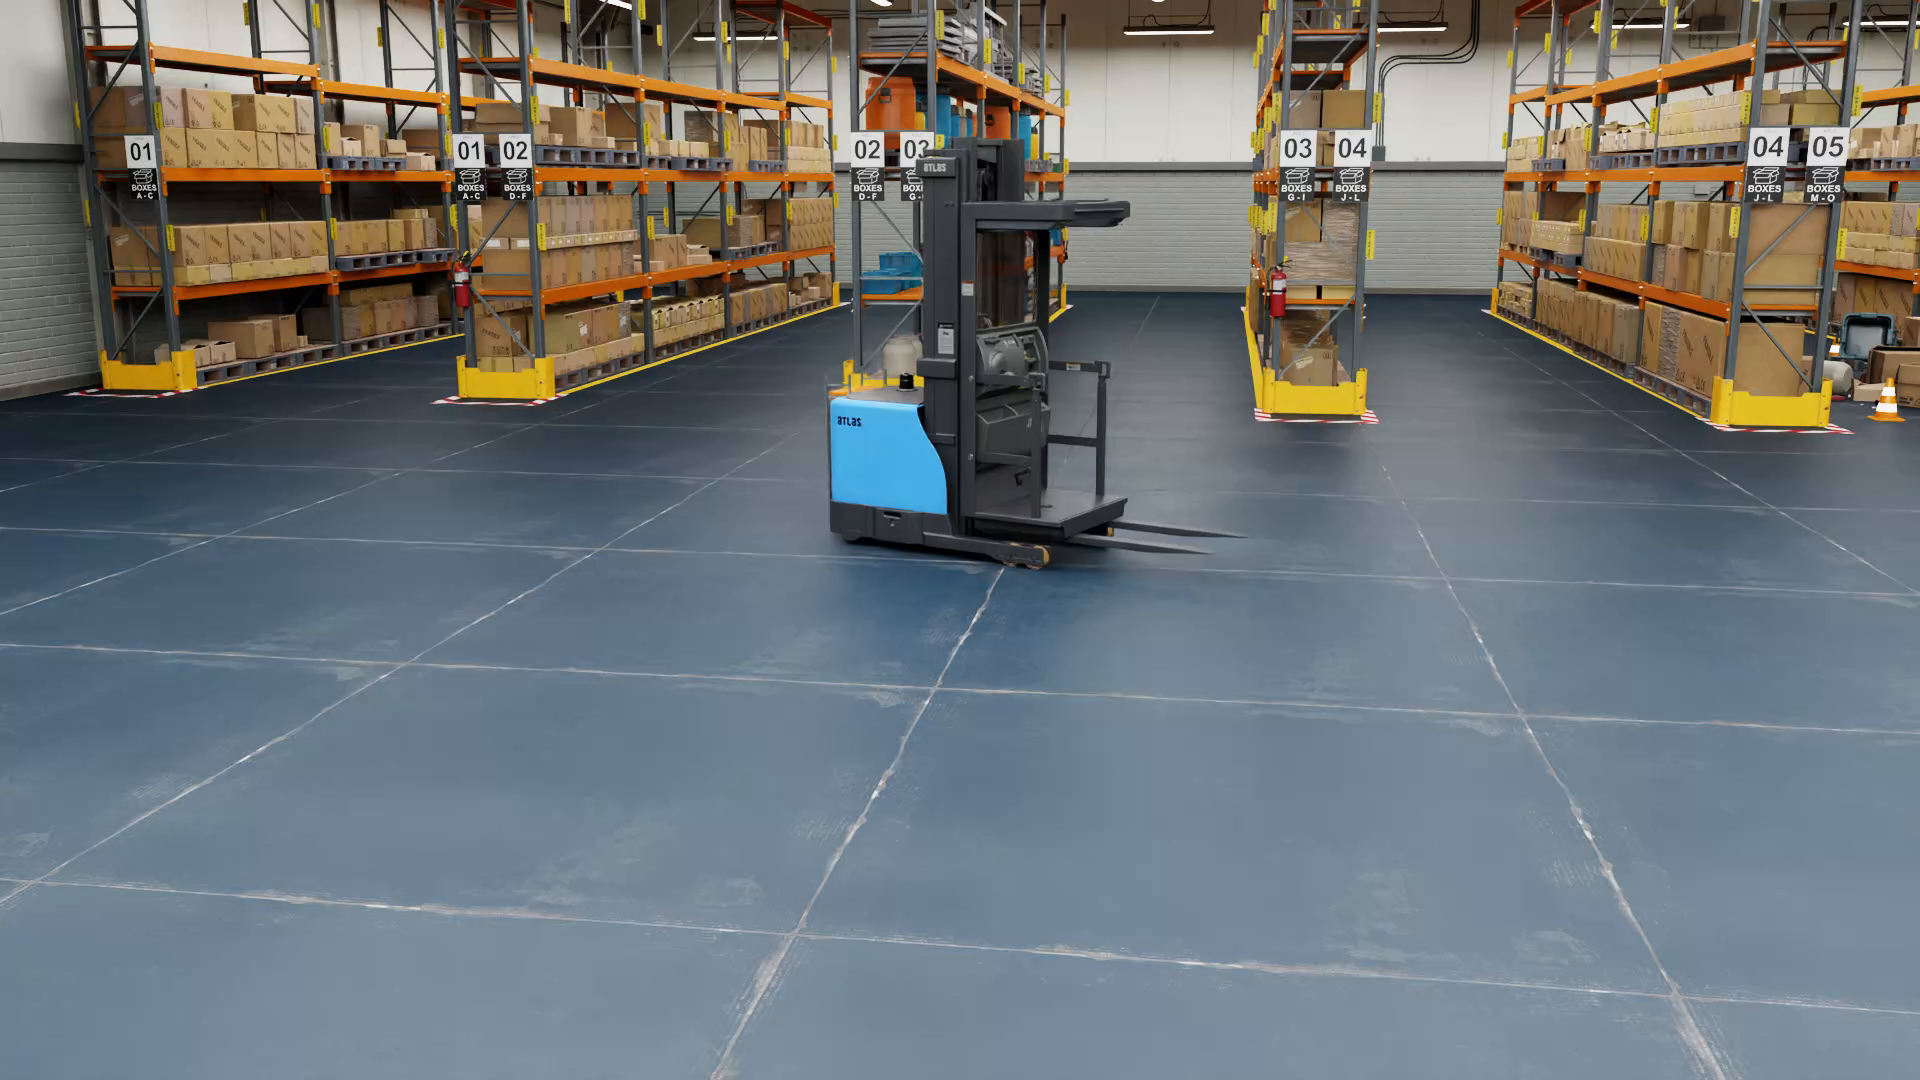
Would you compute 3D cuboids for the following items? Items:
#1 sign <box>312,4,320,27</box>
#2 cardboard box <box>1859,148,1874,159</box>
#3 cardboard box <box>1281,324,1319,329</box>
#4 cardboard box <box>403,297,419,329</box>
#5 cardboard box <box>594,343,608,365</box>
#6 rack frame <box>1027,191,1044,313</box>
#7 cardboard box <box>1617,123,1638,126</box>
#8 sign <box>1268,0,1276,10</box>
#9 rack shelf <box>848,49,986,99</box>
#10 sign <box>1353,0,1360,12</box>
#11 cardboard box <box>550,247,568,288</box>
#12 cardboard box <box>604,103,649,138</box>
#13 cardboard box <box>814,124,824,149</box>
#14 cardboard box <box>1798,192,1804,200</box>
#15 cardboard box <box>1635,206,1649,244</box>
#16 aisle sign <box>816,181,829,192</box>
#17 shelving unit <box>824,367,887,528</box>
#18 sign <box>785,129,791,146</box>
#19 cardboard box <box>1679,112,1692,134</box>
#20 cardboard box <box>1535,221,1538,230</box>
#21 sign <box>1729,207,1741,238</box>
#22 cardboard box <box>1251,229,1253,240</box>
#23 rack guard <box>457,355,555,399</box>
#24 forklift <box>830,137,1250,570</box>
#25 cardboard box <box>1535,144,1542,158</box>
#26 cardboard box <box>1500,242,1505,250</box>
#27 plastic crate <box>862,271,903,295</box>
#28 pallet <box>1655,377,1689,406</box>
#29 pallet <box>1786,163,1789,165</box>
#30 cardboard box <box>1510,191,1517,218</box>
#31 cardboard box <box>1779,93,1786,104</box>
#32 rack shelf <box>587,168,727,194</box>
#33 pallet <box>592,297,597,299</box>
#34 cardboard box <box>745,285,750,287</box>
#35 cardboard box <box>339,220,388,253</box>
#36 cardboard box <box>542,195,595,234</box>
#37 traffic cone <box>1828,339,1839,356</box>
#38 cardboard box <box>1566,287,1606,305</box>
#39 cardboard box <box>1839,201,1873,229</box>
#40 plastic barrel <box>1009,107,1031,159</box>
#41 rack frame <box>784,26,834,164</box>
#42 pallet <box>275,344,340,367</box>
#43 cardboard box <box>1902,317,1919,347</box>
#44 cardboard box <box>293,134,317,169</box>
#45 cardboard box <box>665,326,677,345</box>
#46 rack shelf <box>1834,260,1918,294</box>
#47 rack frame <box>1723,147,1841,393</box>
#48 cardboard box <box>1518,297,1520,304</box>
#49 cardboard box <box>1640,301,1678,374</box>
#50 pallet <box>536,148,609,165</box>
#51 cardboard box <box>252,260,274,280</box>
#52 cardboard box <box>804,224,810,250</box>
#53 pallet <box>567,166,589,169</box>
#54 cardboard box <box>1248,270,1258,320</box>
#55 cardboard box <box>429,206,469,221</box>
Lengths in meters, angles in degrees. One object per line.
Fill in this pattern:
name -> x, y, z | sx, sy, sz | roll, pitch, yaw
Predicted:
sign -> -9.419, -7.670, 24.319 | 0.100, 0.325, 0.005 | 2, 12, 9
cardboard box -> 15.213, -6.432, 27.655 | 0.380, 0.166, 0.250 | 1, 12, 5
cardboard box -> 4.630, -2.684, 22.762 | 0.500, 0.500, 0.500 | 1, 12, 7
cardboard box -> -9.590, -3.834, 28.055 | 0.700, 0.500, 0.500 | 2, 12, 9
cardboard box -> -5.137, -2.549, 22.731 | 0.500, 0.250, 0.500 | 2, 12, 9
rack frame -> 1.068, -5.608, 31.395 | 1.000, 3.000, 0.127 | 2, 12, 9
cardboard box -> 10.646, -6.559, 26.636 | 0.396, 0.266, 0.258 | 2, 12, 9
sign -> 4.182, -7.266, 22.254 | 0.100, 0.325, 0.005 | 2, 12, 9
rack shelf -> -0.470, -5.912, 21.222 | 1.077, 0.370, 4.000 | 2, 12, 9
sign -> 5.265, -7.189, 22.085 | 0.100, 0.325, 0.005 | 2, 12, 9
cardboard box -> -5.511, -3.526, 21.499 | 0.700, 0.500, 0.500 | 2, 12, 10
cardboard box -> -4.923, -6.196, 24.583 | 0.500, 0.500, 0.500 | 2, 12, 9
cardboard box -> -3.274, -8.498, 35.077 | 0.700, 0.500, 0.500 | 2, 12, 9
cardboard box -> 15.769, -6.371, 30.787 | 0.380, 0.149, 0.250 | 2, 12, 9
cardboard box -> 9.764, -4.349, 22.942 | 0.700, 0.500, 0.500 | 2, 12, 8
aisle sign -> -2.898, -7.877, 35.753 | 0.394, 0.787, 0.004 | 2, 12, 9
shelving unit -> -0.797, -0.719, 12.972 | 0.258, 1.200, 0.503 | 6, 14, 30
sign -> -3.277, -7.664, 31.652 | 0.100, 0.325, 0.005 | 2, 12, 9
cardboard box -> 9.112, -5.090, 20.288 | 0.500, 0.250, 0.500 | 2, 12, 8
cardboard box -> 10.295, -5.514, 29.145 | 0.380, 0.149, 0.250 | 2, 12, 10
sign -> 8.468, -3.470, 18.164 | 0.100, 0.325, 0.005 | 2, 12, 9
cardboard box -> 6.236, -6.261, 34.076 | 0.500, 0.250, 0.500 | 2, 12, 7
rack guard -> -5.675, -2.044, 20.793 | 1.175, 0.500, 0.348 | 2, 12, 9
forklift -> 0.554, -1.352, 11.810 | 3.031, 2.935, 1.130 | 7, 14, 31
cardboard box -> 10.667, -7.007, 29.938 | 0.500, 0.250, 0.500 | 1, 12, 6
cardboard box -> 11.089, -5.919, 33.434 | 0.380, 0.149, 0.250 | 2, 12, 8
plastic crate -> -0.997, -3.151, 20.348 | 0.499, 0.251, 0.616 | 2, 12, 9
pallet -> 9.237, -1.827, 20.469 | 1.003, 0.211, 1.213 | 2, 12, 9
pallet -> 16.265, -7.227, 32.000 | 1.003, 0.211, 1.213 | 2, 12, 9
cardboard box -> 10.958, -6.484, 32.143 | 0.500, 0.500, 0.500 | 2, 12, 7
cardboard box -> 9.486, -4.972, 18.796 | 0.380, 0.149, 0.250 | 2, 12, 9
rack shelf -> -4.749, -5.635, 26.108 | 1.077, 0.370, 4.000 | 2, 12, 9
pallet -> -8.342, -4.976, 35.083 | 1.003, 0.211, 1.213 | 2, 12, 9
cardboard box -> -4.212, -4.558, 31.413 | 0.500, 0.500, 0.500 | 2, 12, 9
cardboard box -> -9.677, -4.887, 26.766 | 0.700, 0.500, 0.500 | 4, 13, 16
cardboard box -> -5.350, -4.381, 22.385 | 0.700, 0.500, 0.500 | 2, 12, 9
traffic cone -> 12.387, -2.617, 23.539 | 0.336, 0.463, 0.334 | 2, 12, 9
cardboard box -> 10.078, -3.934, 26.784 | 0.500, 0.250, 0.500 | 2, 12, 7
cardboard box -> 15.402, -5.582, 28.663 | 0.500, 0.500, 0.500 | 2, 12, 9
plastic barrel -> 0.956, -7.164, 29.311 | 0.600, 0.901, 0.708 | 2, 12, 9
rack frame -> -3.211, -9.535, 35.375 | 1.000, 3.000, 0.127 | 2, 12, 9
pallet -> -10.020, -2.760, 24.797 | 1.003, 0.211, 1.213 | 2, 12, 9
cardboard box -> 12.760, -2.661, 21.855 | 0.500, 0.500, 0.500 | 2, 12, 9
cardboard box -> -9.786, -5.675, 24.301 | 0.500, 0.500, 0.500 | 2, 12, 10
cardboard box -> -4.670, -3.147, 25.508 | 0.500, 0.250, 0.500 | 2, 12, 10
rack shelf -> 15.446, -4.358, 27.305 | 1.077, 0.370, 4.000 | 2, 12, 9
rack frame -> 9.002, -2.768, 18.216 | 1.000, 3.000, 0.127 | 2, 12, 9
cardboard box -> 10.851, -4.570, 31.641 | 0.380, 0.149, 0.250 | 1, 12, 6
cardboard box -> 9.451, -2.638, 21.662 | 0.875, 0.875, 0.875 | 2, 12, 10
pallet -> -5.352, -5.095, 22.107 | 1.003, 0.211, 1.213 | 2, 12, 9
cardboard box -> -9.948, -3.778, 23.214 | 0.500, 0.250, 0.500 | 2, 12, 9
cardboard box -> -3.324, -6.126, 33.562 | 0.500, 0.500, 0.500 | 2, 12, 8
pallet -> -8.395, -7.775, 34.542 | 1.003, 0.211, 1.213 | 2, 12, 9
cardboard box -> 5.746, -4.294, 29.346 | 1.225, 0.875, 0.875 | 1, 12, 7
cardboard box -> -9.008, -5.759, 29.326 | 0.500, 0.250, 0.500 | 2, 12, 10
